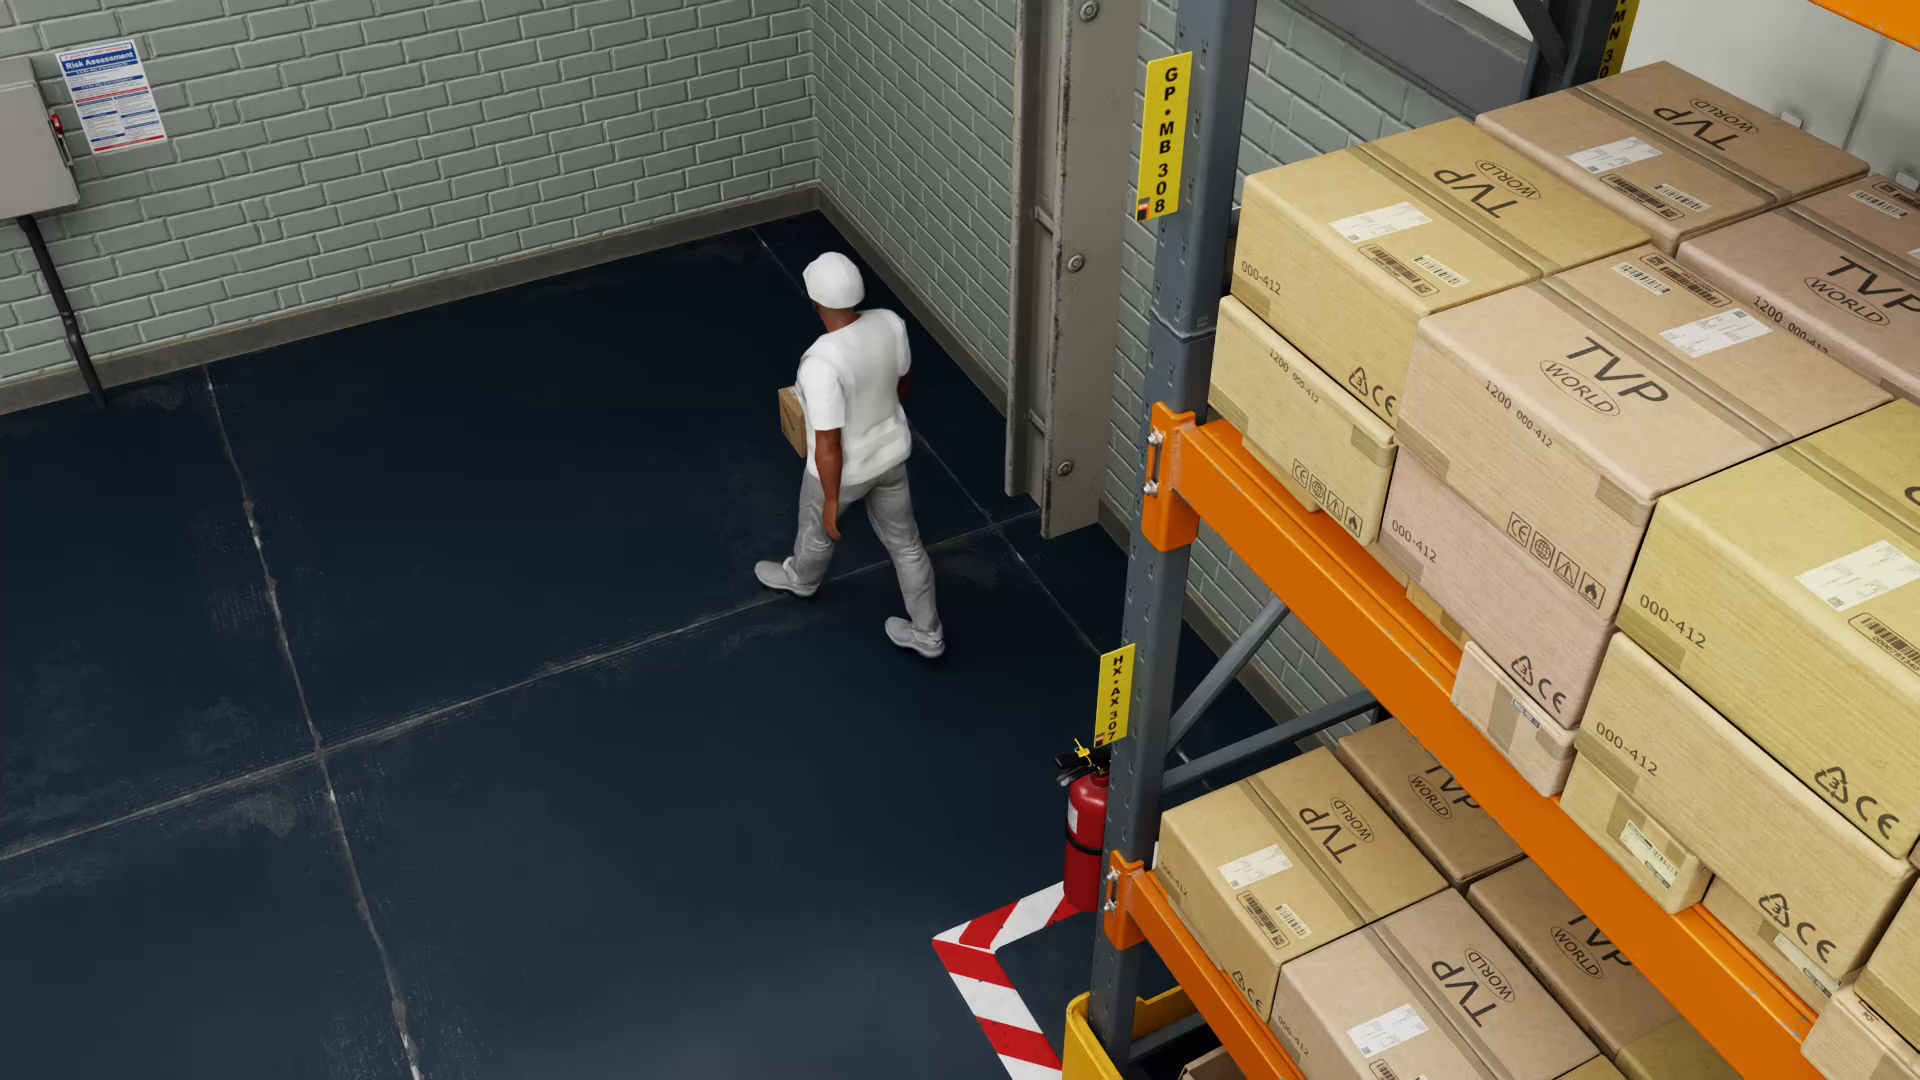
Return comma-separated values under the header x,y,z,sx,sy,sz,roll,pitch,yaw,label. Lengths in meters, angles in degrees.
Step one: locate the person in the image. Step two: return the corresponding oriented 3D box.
x,y,z,sx,sy,sz,roll,pitch,yaw,label
-0.420,-0.362,6.539,0.615,1.709,0.967,-30,49,-30,person
